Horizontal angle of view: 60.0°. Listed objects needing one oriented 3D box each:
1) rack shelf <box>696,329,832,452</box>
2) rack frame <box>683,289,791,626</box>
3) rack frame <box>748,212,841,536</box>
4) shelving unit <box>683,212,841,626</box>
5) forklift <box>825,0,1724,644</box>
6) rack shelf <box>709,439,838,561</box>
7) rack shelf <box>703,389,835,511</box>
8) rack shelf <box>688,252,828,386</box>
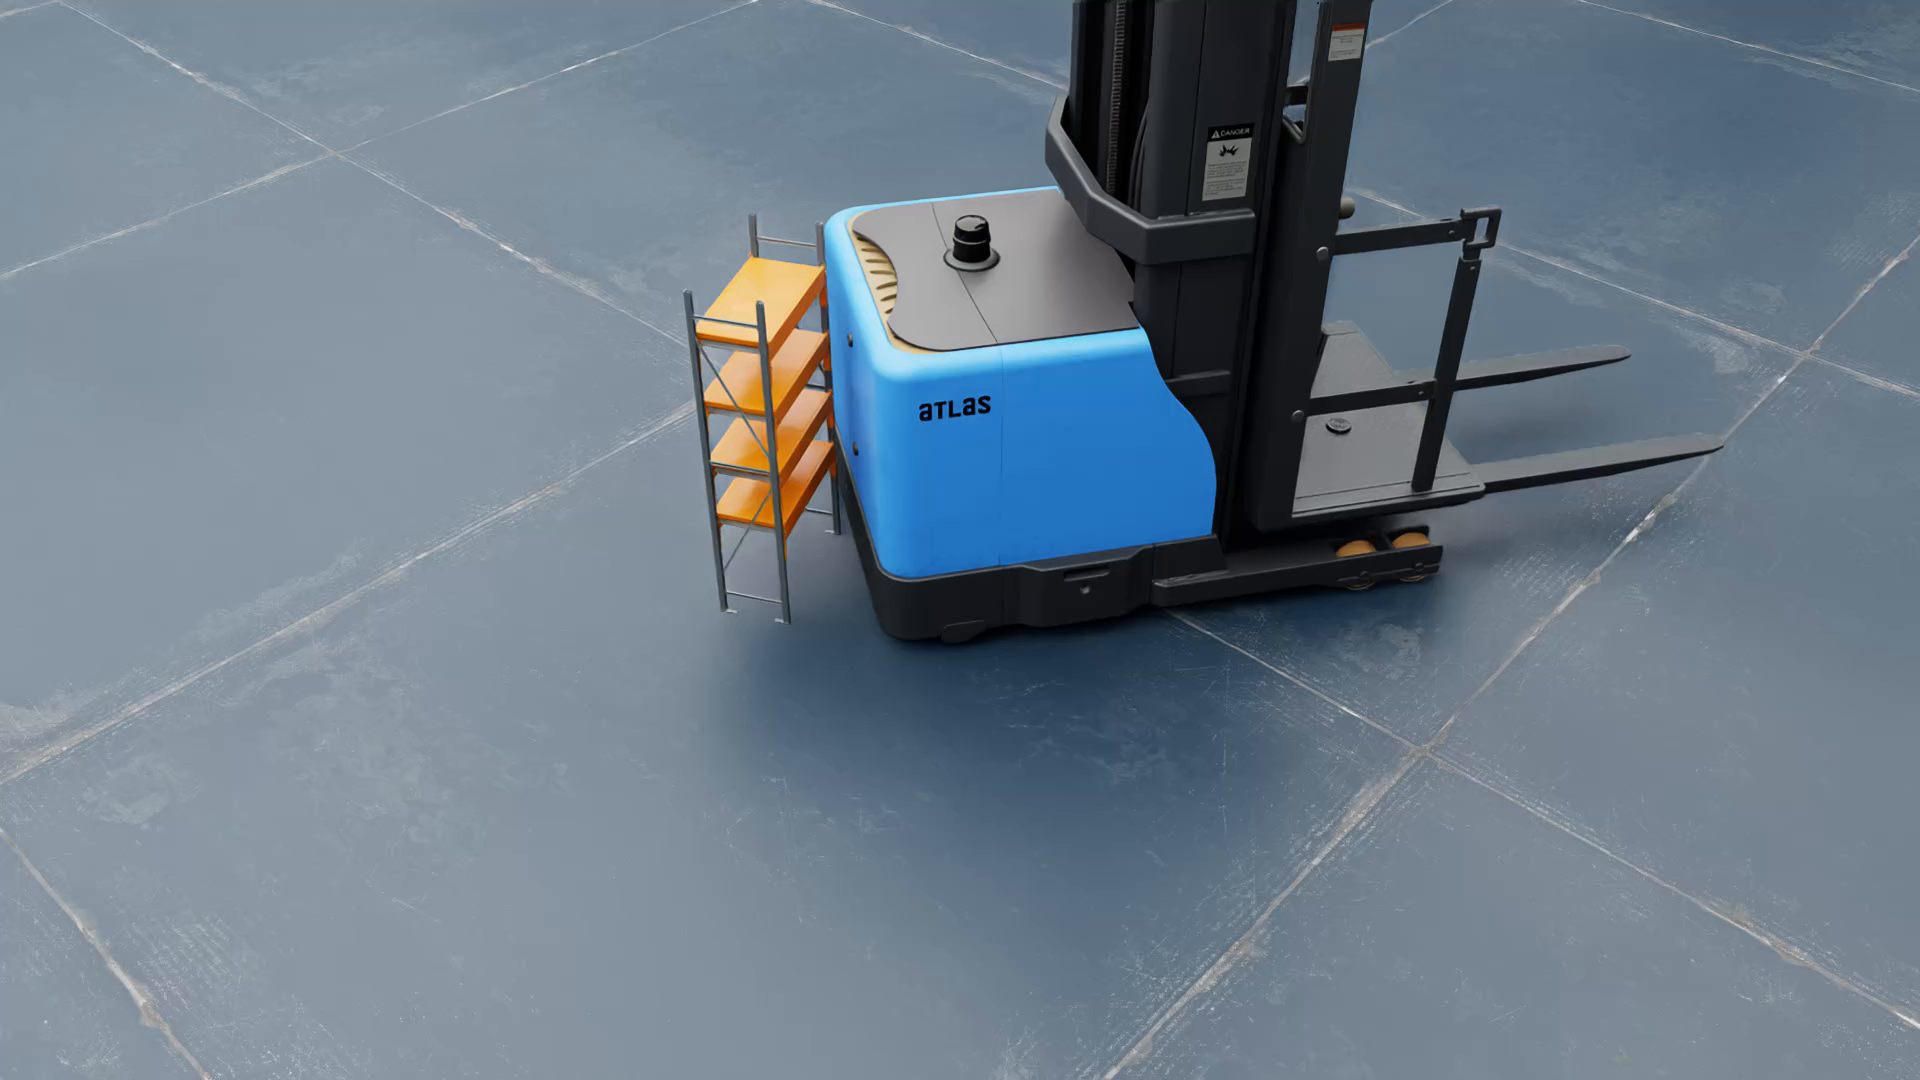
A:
[{"bbox_3d":[-0.599,-0.485,5.145,0.258,0.148,0.480,10,40,13],"label":"rack shelf"},{"bbox_3d":[-0.667,-0.217,5.059,0.240,1.200,0.015,10,40,13],"label":"rack frame"},{"bbox_3d":[-0.531,-0.508,5.425,0.240,1.200,0.015,10,40,13],"label":"rack frame"},{"bbox_3d":[-0.599,-0.363,5.242,0.258,1.200,0.503,10,40,13],"label":"shelving unit"},{"bbox_3d":[1.123,-1.293,5.021,3.031,2.935,1.130,-8,39,-10],"label":"forklift"},{"bbox_3d":[-0.599,-0.154,5.407,0.258,0.148,0.480,10,40,13],"label":"rack shelf"},{"bbox_3d":[-0.599,-0.310,5.284,0.258,0.148,0.480,10,40,13],"label":"rack shelf"},{"bbox_3d":[-0.599,-0.670,4.997,0.258,0.148,0.480,10,40,13],"label":"rack shelf"}]
